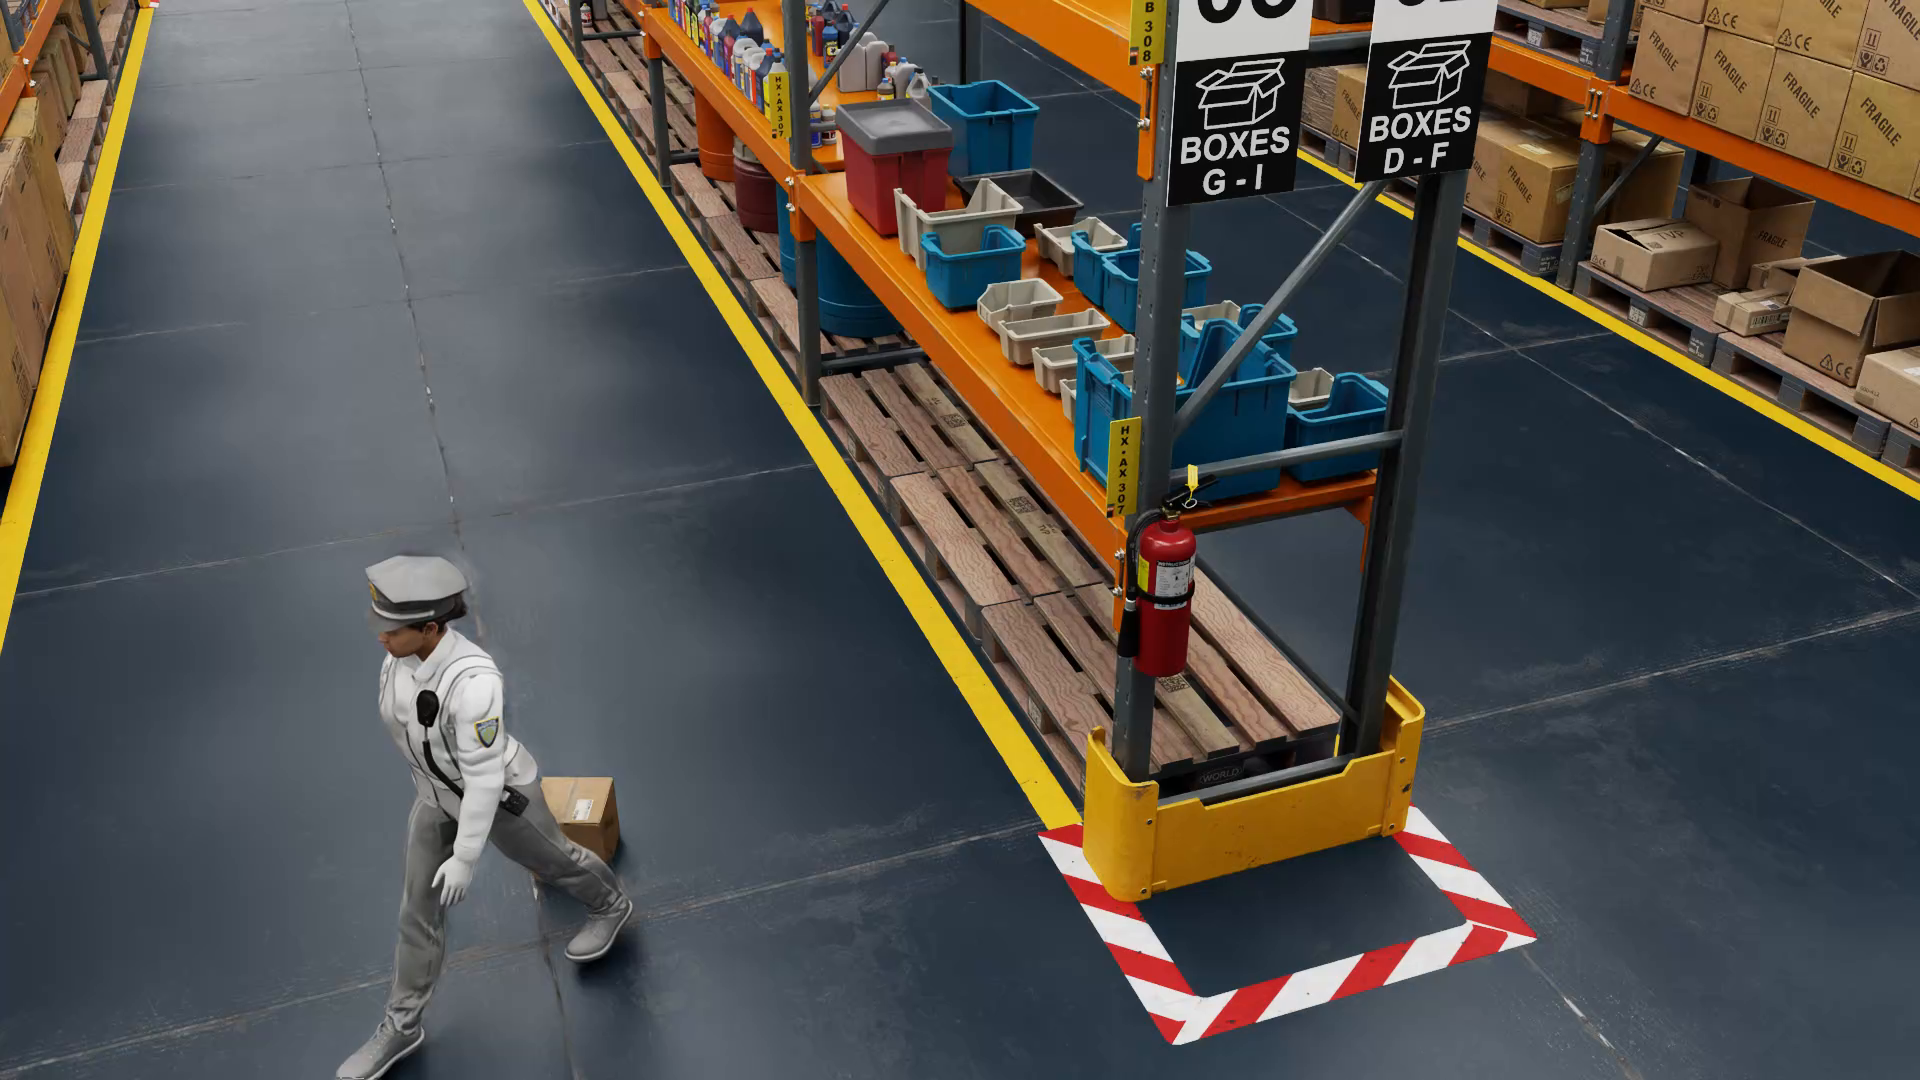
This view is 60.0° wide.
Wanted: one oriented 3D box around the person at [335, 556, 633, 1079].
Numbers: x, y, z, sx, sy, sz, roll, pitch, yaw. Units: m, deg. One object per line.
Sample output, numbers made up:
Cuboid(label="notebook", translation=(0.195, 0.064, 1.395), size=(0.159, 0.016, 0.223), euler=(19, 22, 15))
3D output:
Cuboid(label="person", translation=(-1.438, 0.757, 4.795), size=(0.505, 1.610, 1.019), euler=(19, 35, 30))
